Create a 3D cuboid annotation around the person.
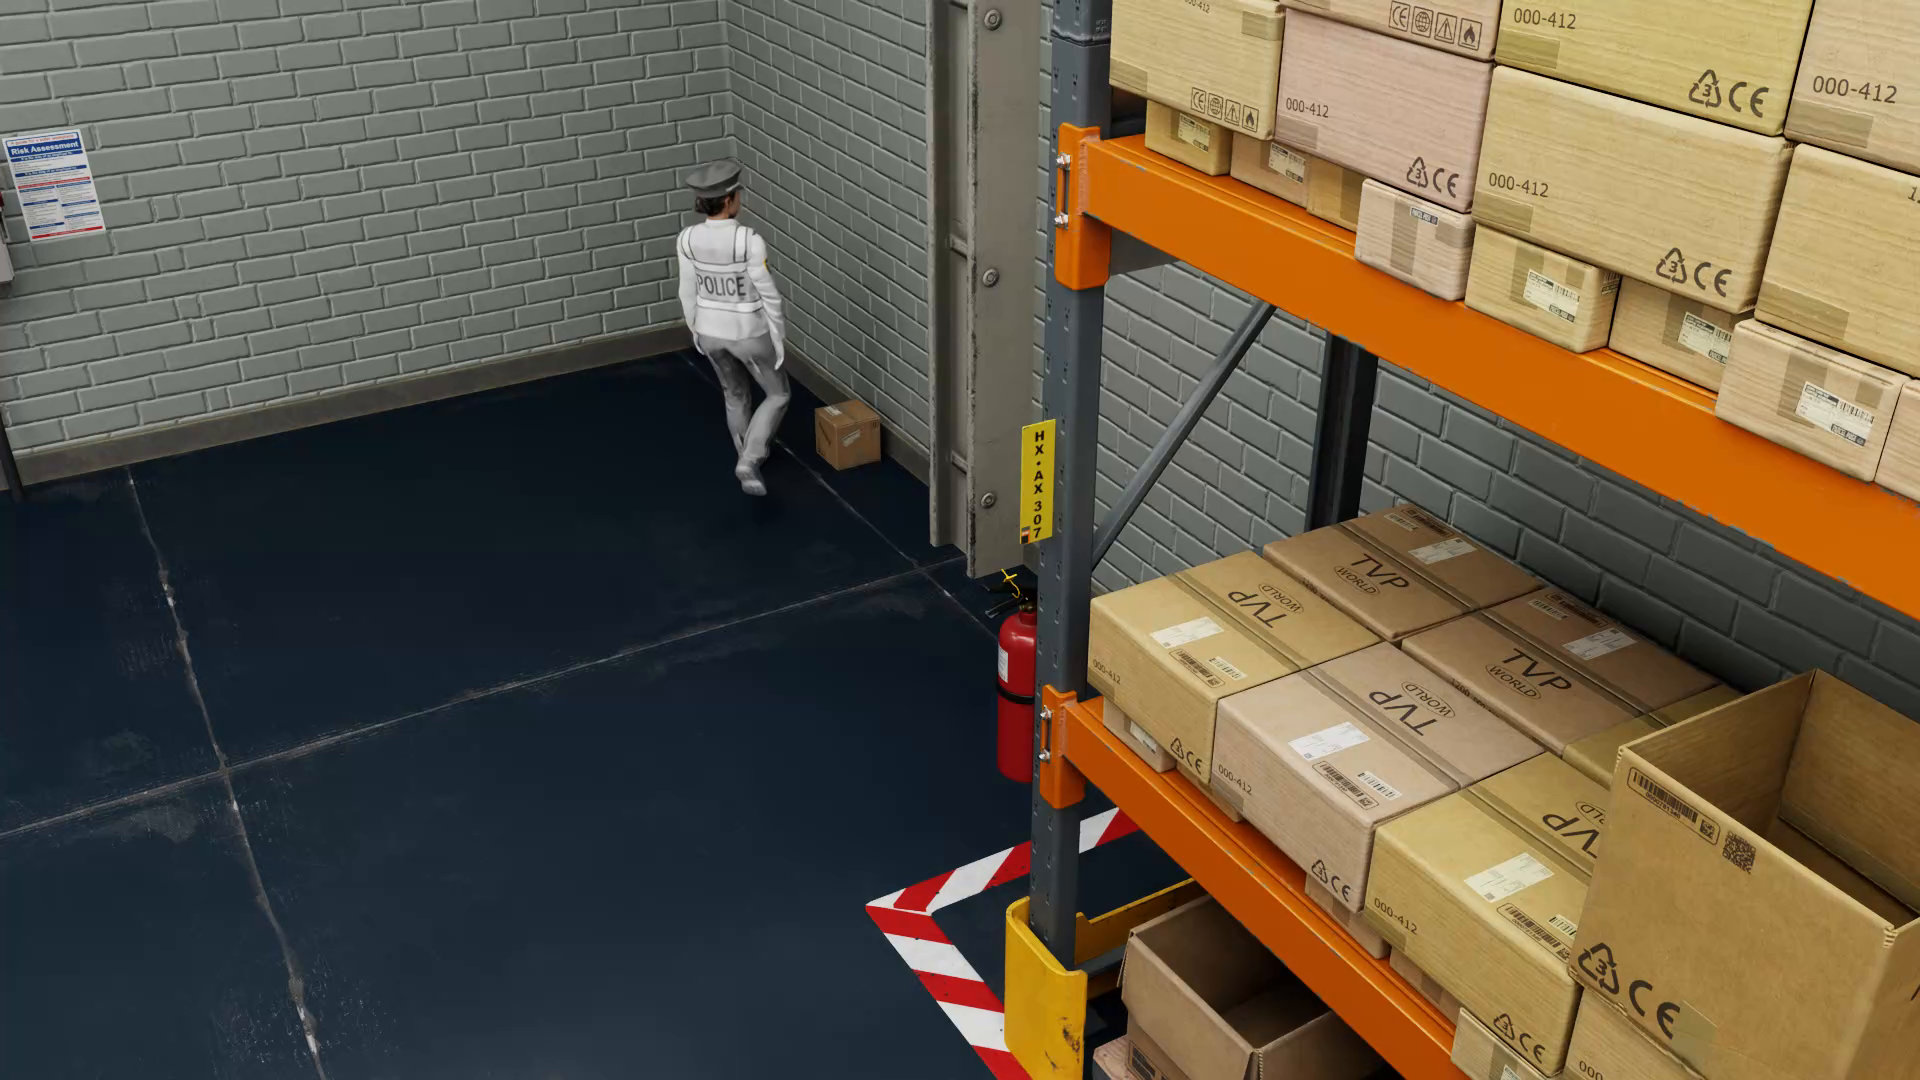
[{"bbox_3d":[-1.049,-1.002,7.912,0.519,1.640,0.742,8,30,14],"label":"person"}]
